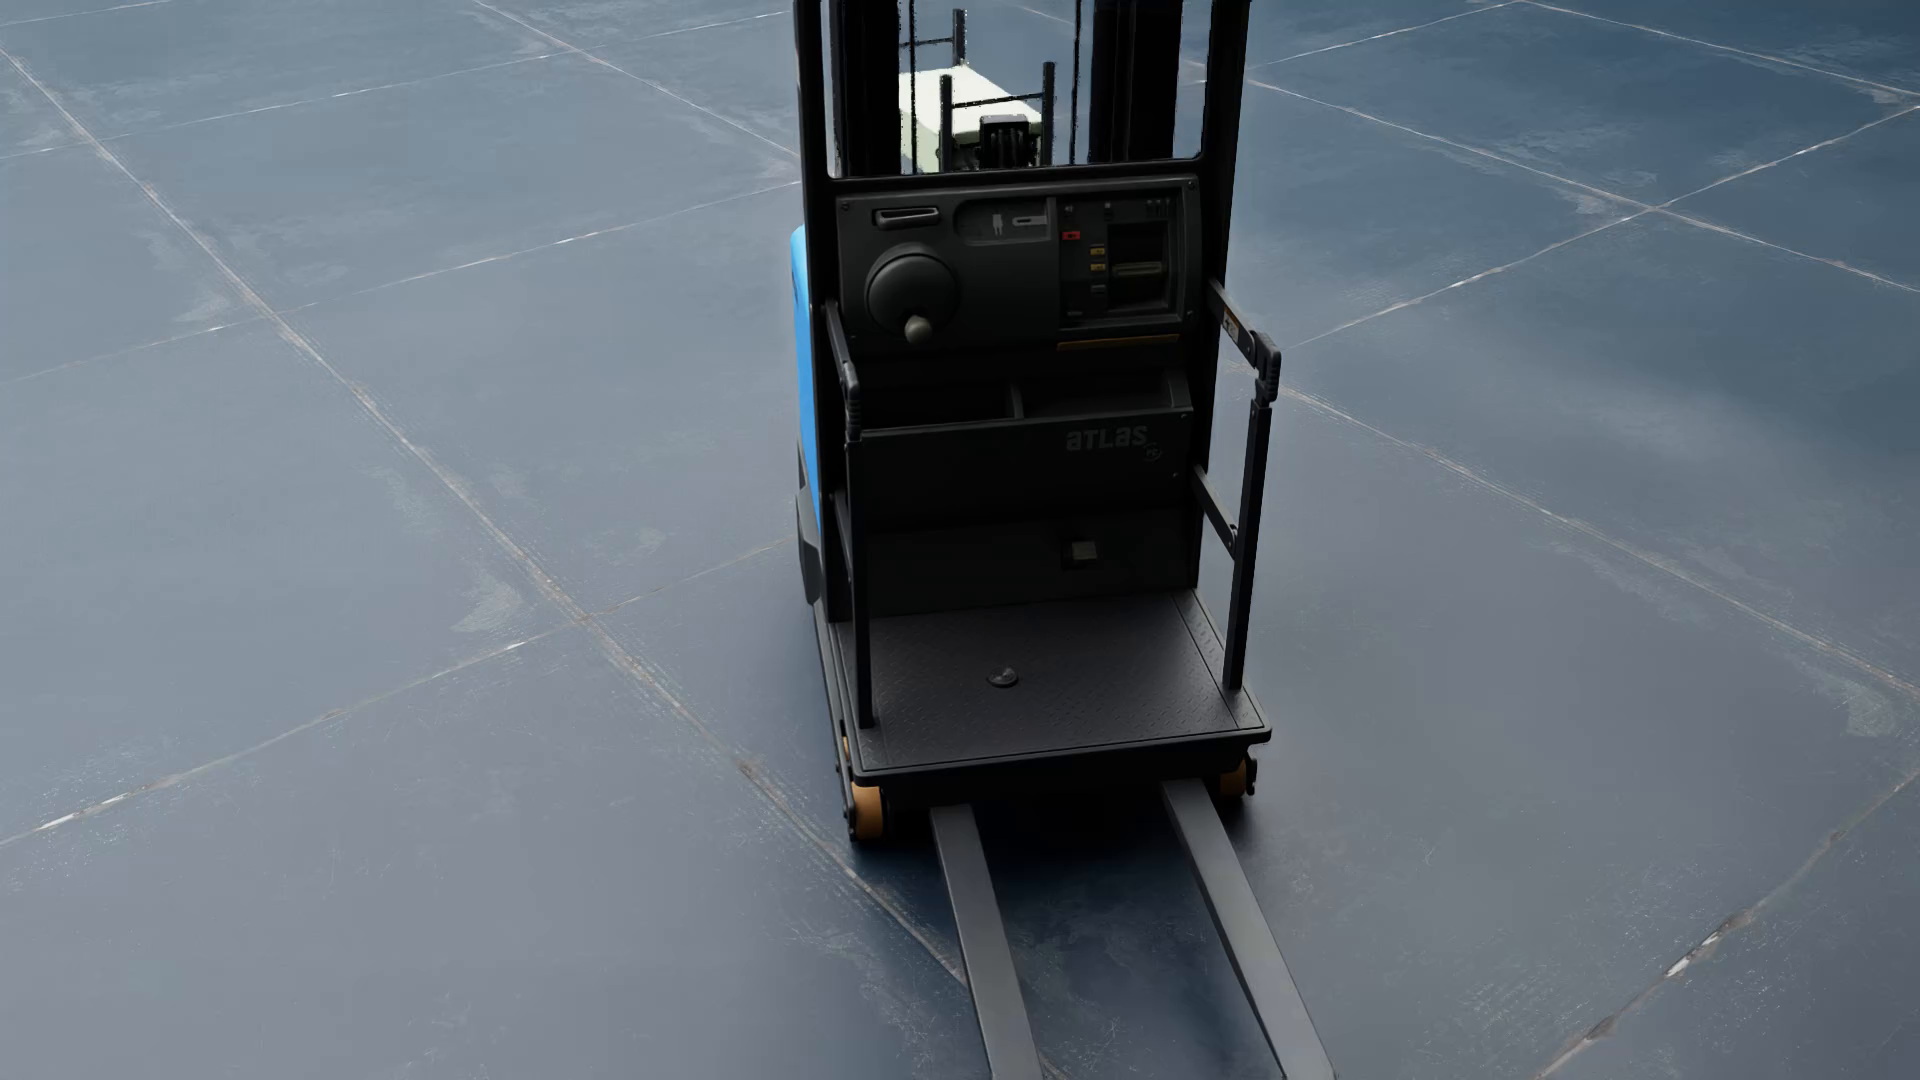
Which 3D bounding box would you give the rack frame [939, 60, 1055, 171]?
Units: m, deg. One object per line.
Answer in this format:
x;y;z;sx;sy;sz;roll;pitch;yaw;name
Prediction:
0.121;-0.884;5.751;0.400;1.500;0.023;-13;34;-20;rack frame

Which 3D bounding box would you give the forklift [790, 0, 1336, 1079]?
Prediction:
0.194;-0.649;4.016;1.130;2.935;3.031;-5;32;-8;forklift

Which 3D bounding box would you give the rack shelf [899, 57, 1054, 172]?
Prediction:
-0.026;-1.392;5.830;0.431;0.370;0.720;-13;34;-20;rack shelf

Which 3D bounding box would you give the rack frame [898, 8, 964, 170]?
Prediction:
-0.173;-1.237;6.321;0.400;1.500;0.023;-13;34;-20;rack frame

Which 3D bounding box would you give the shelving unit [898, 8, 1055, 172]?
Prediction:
-0.026;-1.061;6.036;0.431;1.500;0.755;-13;34;-20;shelving unit
